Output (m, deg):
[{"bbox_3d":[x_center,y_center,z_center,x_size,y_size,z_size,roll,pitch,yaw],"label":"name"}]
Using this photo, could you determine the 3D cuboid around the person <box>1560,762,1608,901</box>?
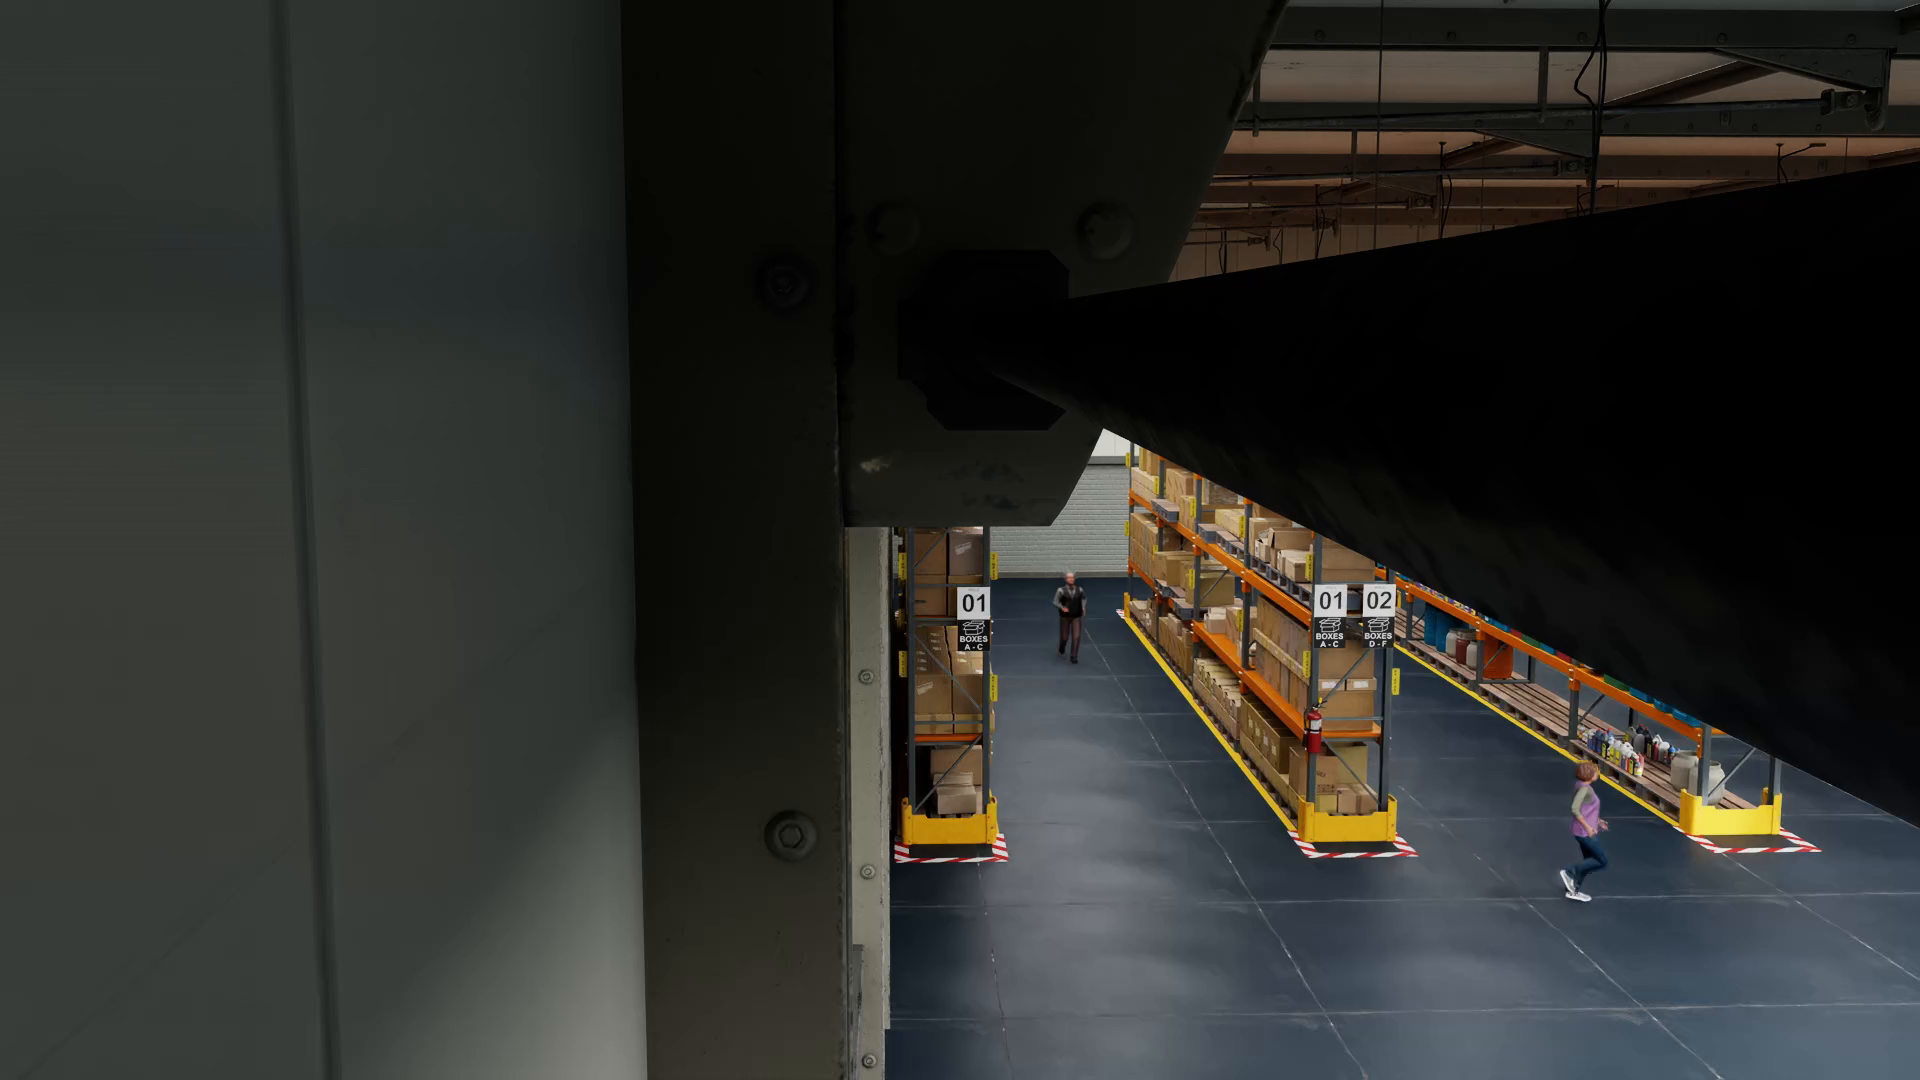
[{"bbox_3d":[6.900,3.270,18.357,0.486,1.474,0.543,2,8,17],"label":"person"}]

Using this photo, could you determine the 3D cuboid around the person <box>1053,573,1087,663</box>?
[{"bbox_3d":[2.100,1.460,31.559,0.669,1.681,0.745,-1,7,-7],"label":"person"}]
